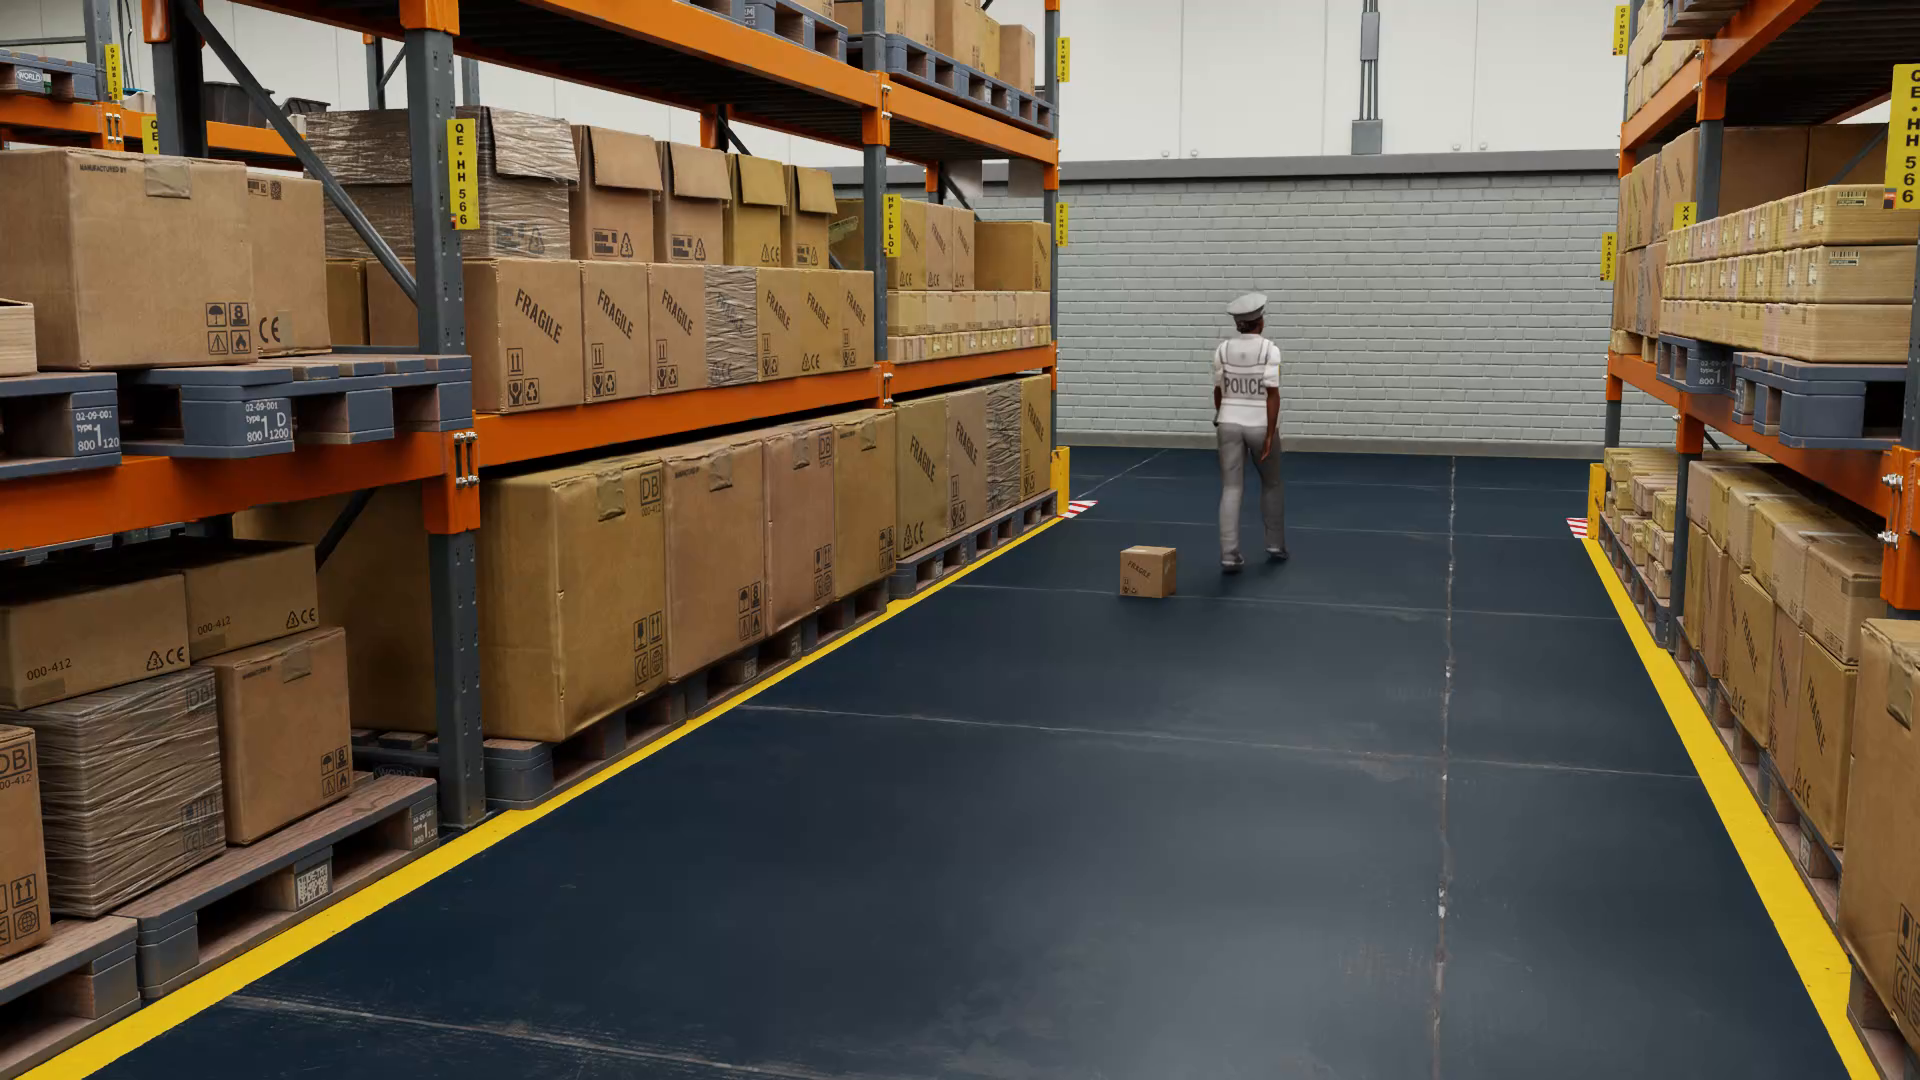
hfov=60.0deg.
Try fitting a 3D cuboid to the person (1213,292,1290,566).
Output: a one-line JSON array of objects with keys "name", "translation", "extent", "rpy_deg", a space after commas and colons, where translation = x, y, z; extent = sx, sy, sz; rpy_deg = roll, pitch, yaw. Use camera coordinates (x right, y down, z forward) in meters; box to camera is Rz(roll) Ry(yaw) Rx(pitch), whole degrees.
[{"name": "person", "translation": [1.793, -0.677, 10.289], "extent": [0.447, 1.693, 0.835], "rpy_deg": [4, 9, 23]}]
